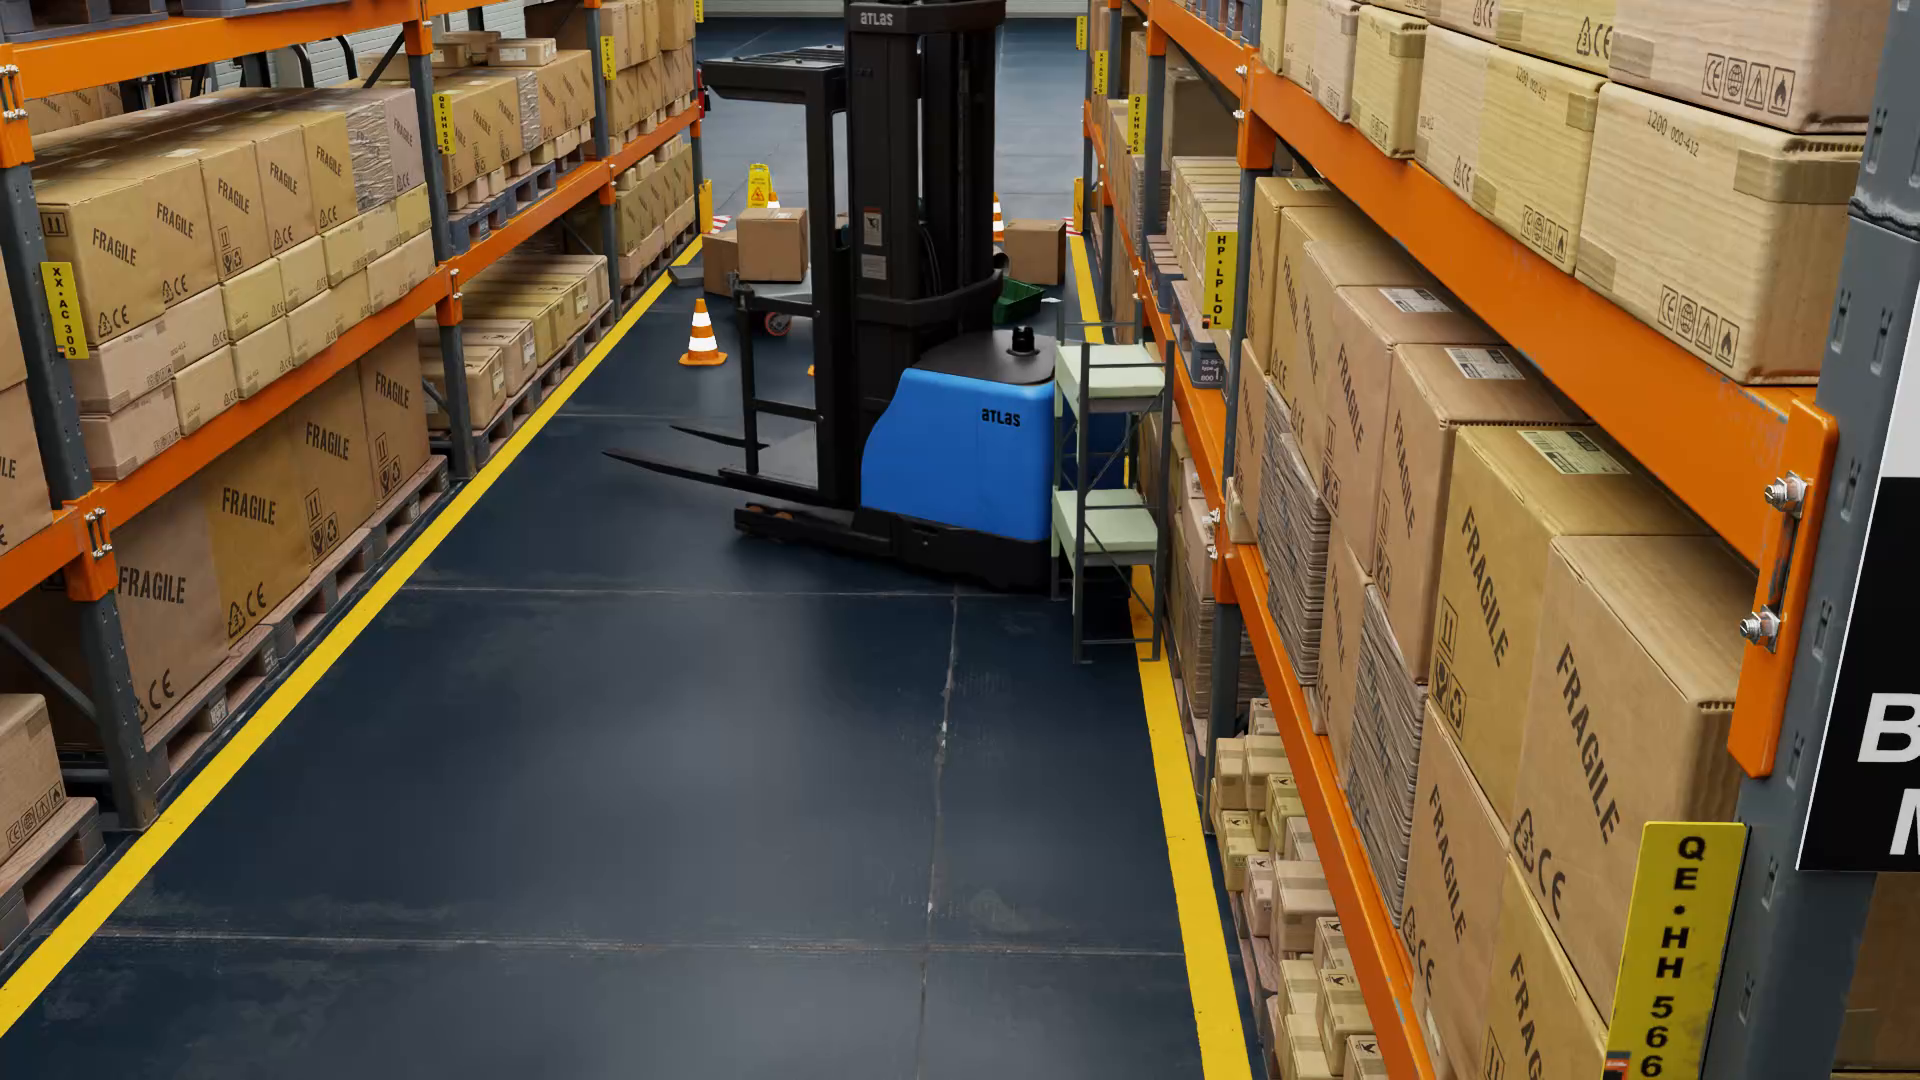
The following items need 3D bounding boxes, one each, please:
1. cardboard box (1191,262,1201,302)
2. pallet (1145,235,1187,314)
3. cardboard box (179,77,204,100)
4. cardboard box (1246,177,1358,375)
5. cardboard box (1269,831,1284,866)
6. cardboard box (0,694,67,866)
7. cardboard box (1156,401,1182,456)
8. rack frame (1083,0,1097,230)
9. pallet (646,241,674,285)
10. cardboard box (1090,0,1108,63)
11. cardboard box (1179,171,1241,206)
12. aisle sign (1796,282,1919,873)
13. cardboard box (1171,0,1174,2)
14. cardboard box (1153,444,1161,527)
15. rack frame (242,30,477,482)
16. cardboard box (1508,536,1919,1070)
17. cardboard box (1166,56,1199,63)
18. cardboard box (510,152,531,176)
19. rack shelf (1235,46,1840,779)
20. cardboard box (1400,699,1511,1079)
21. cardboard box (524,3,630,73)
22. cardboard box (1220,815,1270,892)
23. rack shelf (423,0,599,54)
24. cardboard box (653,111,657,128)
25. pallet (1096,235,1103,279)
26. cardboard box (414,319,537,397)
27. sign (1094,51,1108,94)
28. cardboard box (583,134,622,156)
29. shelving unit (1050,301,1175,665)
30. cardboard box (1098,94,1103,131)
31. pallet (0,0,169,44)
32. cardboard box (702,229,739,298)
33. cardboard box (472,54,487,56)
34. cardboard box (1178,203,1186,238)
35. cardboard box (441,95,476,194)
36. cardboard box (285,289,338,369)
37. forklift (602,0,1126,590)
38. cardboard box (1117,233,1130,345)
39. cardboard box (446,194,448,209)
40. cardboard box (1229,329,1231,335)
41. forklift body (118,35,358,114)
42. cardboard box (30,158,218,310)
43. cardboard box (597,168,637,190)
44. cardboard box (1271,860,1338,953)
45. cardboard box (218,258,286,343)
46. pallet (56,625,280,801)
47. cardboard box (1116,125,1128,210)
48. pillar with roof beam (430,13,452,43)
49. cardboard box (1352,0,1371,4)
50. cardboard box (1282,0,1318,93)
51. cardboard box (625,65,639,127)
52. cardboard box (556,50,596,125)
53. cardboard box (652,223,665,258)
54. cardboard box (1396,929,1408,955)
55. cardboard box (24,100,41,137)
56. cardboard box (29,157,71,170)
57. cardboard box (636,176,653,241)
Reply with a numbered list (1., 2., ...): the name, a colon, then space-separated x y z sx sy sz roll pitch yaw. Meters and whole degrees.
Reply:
1. cardboard box: 1.280 -1.196 7.733 0.380 0.149 0.250 1 21 2
2. pallet: 1.619 -1.409 8.777 1.213 0.211 1.003 1 21 2
3. cardboard box: -7.888 -4.586 16.564 0.500 0.500 0.500 0 21 0
4. cardboard box: 1.155 -0.801 5.016 0.500 0.500 0.500 1 21 3
5. cardboard box: 1.192 0.993 5.273 0.380 0.149 0.250 1 21 1
6. cardboard box: -3.665 0.896 5.534 0.875 0.438 0.875 0 21 1
7. cardboard box: 1.228 -0.528 8.081 0.500 0.250 0.500 1 21 2
8. rack frame: 1.777 -4.649 16.865 1.000 3.000 0.127 1 21 2
9. pallet: -3.276 -2.606 15.455 1.003 0.211 1.213 1 21 2
10. cardboard box: 1.650 -4.688 15.264 0.875 0.550 0.550 1 21 2
11. cardboard box: 1.309 -1.762 8.368 0.380 0.149 0.250 1 21 1
12. aisle sign: 0.988 -0.053 1.425 0.394 0.787 0.004 1 21 2
13. cardboard box: 1.242 -2.817 7.858 0.500 0.500 0.500 1 21 2
14. cardboard box: 1.234 -0.167 8.187 0.500 0.500 0.500 0 21 0
15. rack frame: -3.417 -1.775 9.456 1.000 3.000 0.127 1 21 2
16. cardboard box: 1.056 0.316 2.136 0.500 0.500 0.500 0 21 1
17. cardboard box: 1.585 -2.800 10.578 0.700 0.500 0.500 0 21 1
18. cardboard box: -3.124 -2.553 11.228 0.380 0.149 0.250 1 21 3
19. rack shelf: 1.351 -0.650 3.406 1.077 0.370 4.000 1 21 2
20. cardboard box: 1.068 0.599 2.789 0.500 0.500 0.500 0 21 1
21. cardboard box: -3.065 -4.029 13.335 0.700 0.500 0.500 0 21 1
22. cardboard box: 1.072 1.047 5.544 0.380 0.149 0.250 1 21 3
23. rack shelf: -3.356 -3.561 10.907 1.077 0.370 4.000 1 21 2
24. cardboard box: -2.937 -3.768 14.941 0.380 0.149 0.250 1 21 1
25. pallet: 1.791 -2.619 15.488 1.003 0.211 1.213 1 21 2
26. cardboard box: -3.376 -1.216 11.070 0.950 0.372 0.625 0 21 1
27. sign: 1.101 -3.649 12.981 0.100 0.325 0.005 1 21 2
28. cardboard box: -2.965 -3.214 13.513 0.380 0.149 0.250 1 21 1
29. shelving unit: 0.683 -0.274 7.661 0.431 1.500 0.755 -2 21 -5
30. cardboard box: 1.699 -3.992 14.964 0.875 0.550 0.500 1 21 2
31. pallet: -3.560 -1.970 6.076 0.805 0.209 1.217 0 21 -1
32. cardboard box: -1.903 -2.429 14.595 0.500 0.500 0.500 18 27 38
33. cardboard box: -3.596 -3.436 12.607 0.500 0.500 0.500 1 21 3
34. cardboard box: 1.307 -1.607 8.379 0.380 0.149 0.250 0 21 0
35. cardboard box: -3.172 -2.316 9.721 0.500 0.500 0.500 0 21 0
36. cardboard box: -3.191 -0.968 7.583 0.500 0.250 0.500 0 21 1
37. forklift: -0.637 -1.498 8.838 3.031 2.935 1.130 12 24 29
38. cardboard box: 1.693 -1.776 11.988 1.050 0.750 0.750 1 21 2
39. cardboard box: -3.221 -1.969 9.723 0.380 0.149 0.250 -1 21 -1
40. cardboard box: 1.244 -0.859 6.451 0.380 0.149 0.250 2 21 4
41. forklift body: -6.369 -3.619 15.383 2.313 2.155 1.214 1 21 2
42. cardboard box: -3.250 -1.181 6.406 0.500 0.500 0.500 1 21 1
43. cardboard box: -2.944 -3.042 14.009 0.380 0.149 0.250 1 21 2
44. cardboard box: 1.094 1.044 4.729 0.380 0.149 0.250 1 21 3
45. cardboard box: -3.214 -1.019 7.024 0.500 0.250 0.500 1 21 2
46. pallet: -3.591 0.692 6.954 1.003 0.211 1.213 1 21 2
47. cardboard box: 1.322 -2.516 11.227 0.500 0.500 0.500 1 21 2
48. pillar with roof beam: -4.389 -11.567 26.400 9.100 9.000 0.400 1 21 2
49. cardboard box: 1.109 -1.339 3.702 0.500 0.250 0.500 1 21 3
50. cardboard box: 1.128 -1.293 4.276 0.500 0.250 0.500 0 21 1
51. cardboard box: -3.011 -3.744 13.982 0.500 0.500 0.500 1 21 1
52. cardboard box: -3.080 -3.432 12.599 0.500 0.500 0.500 0 21 1
53. cardboard box: -2.989 -2.730 15.139 0.500 0.250 0.500 0 21 1
54. cardboard box: 1.077 0.764 3.260 0.380 0.149 0.250 0 21 -1
55. cardboard box: -7.982 -3.478 13.709 0.500 0.500 0.500 0 21 0
56. cardboard box: -3.768 -1.193 6.436 0.500 0.500 0.500 1 21 3
57. cardboard box: -3.003 -2.889 14.511 0.500 0.500 0.500 1 21 4
